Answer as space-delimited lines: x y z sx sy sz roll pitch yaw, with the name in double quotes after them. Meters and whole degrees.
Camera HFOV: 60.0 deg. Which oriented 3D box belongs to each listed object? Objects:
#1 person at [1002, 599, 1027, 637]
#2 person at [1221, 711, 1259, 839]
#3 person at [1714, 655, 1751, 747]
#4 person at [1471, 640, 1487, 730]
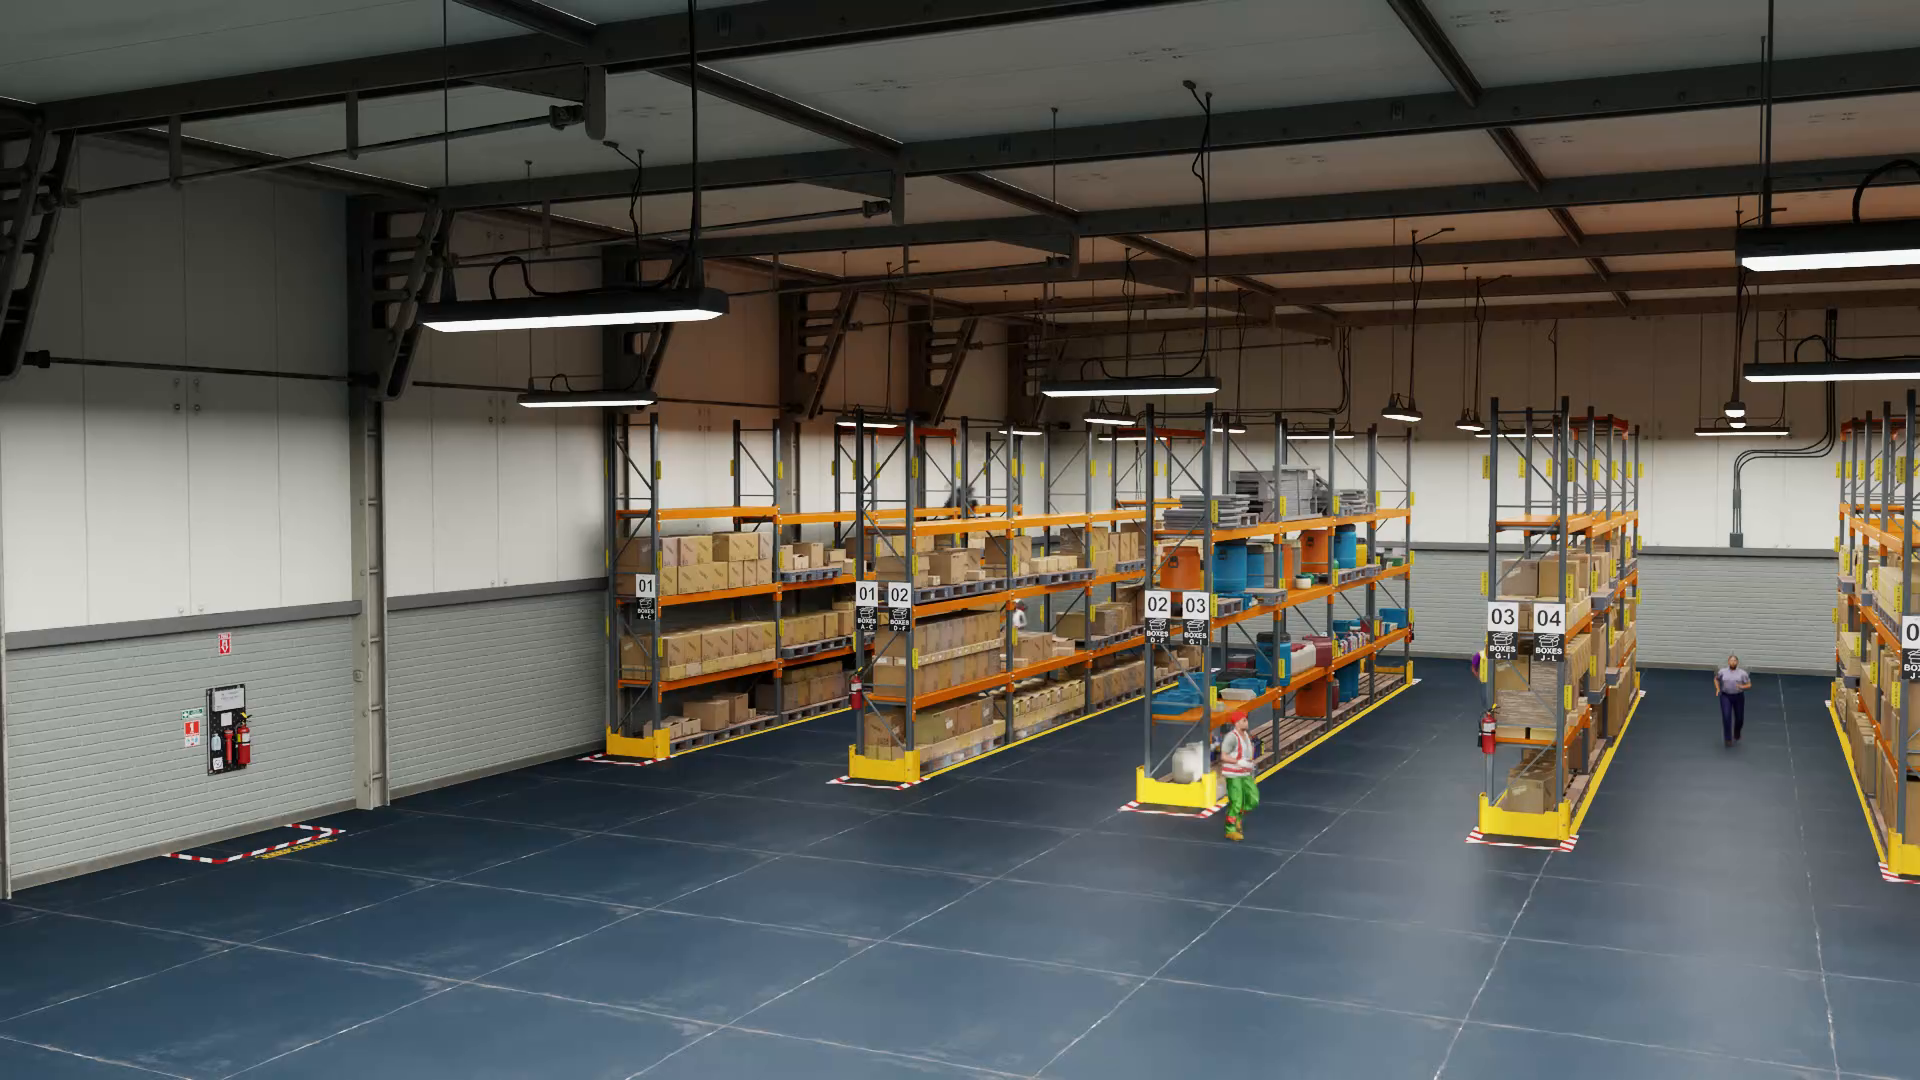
1.253 2.238 38.782 0.665 1.801 0.770 1 3 21 "person"
3.792 3.174 22.390 0.629 1.748 0.593 -2 3 -43 "person"
14.034 2.911 30.221 0.616 1.612 0.912 1 3 23 "person"
10.316 2.770 32.389 0.725 1.755 0.967 1 3 26 "person"
